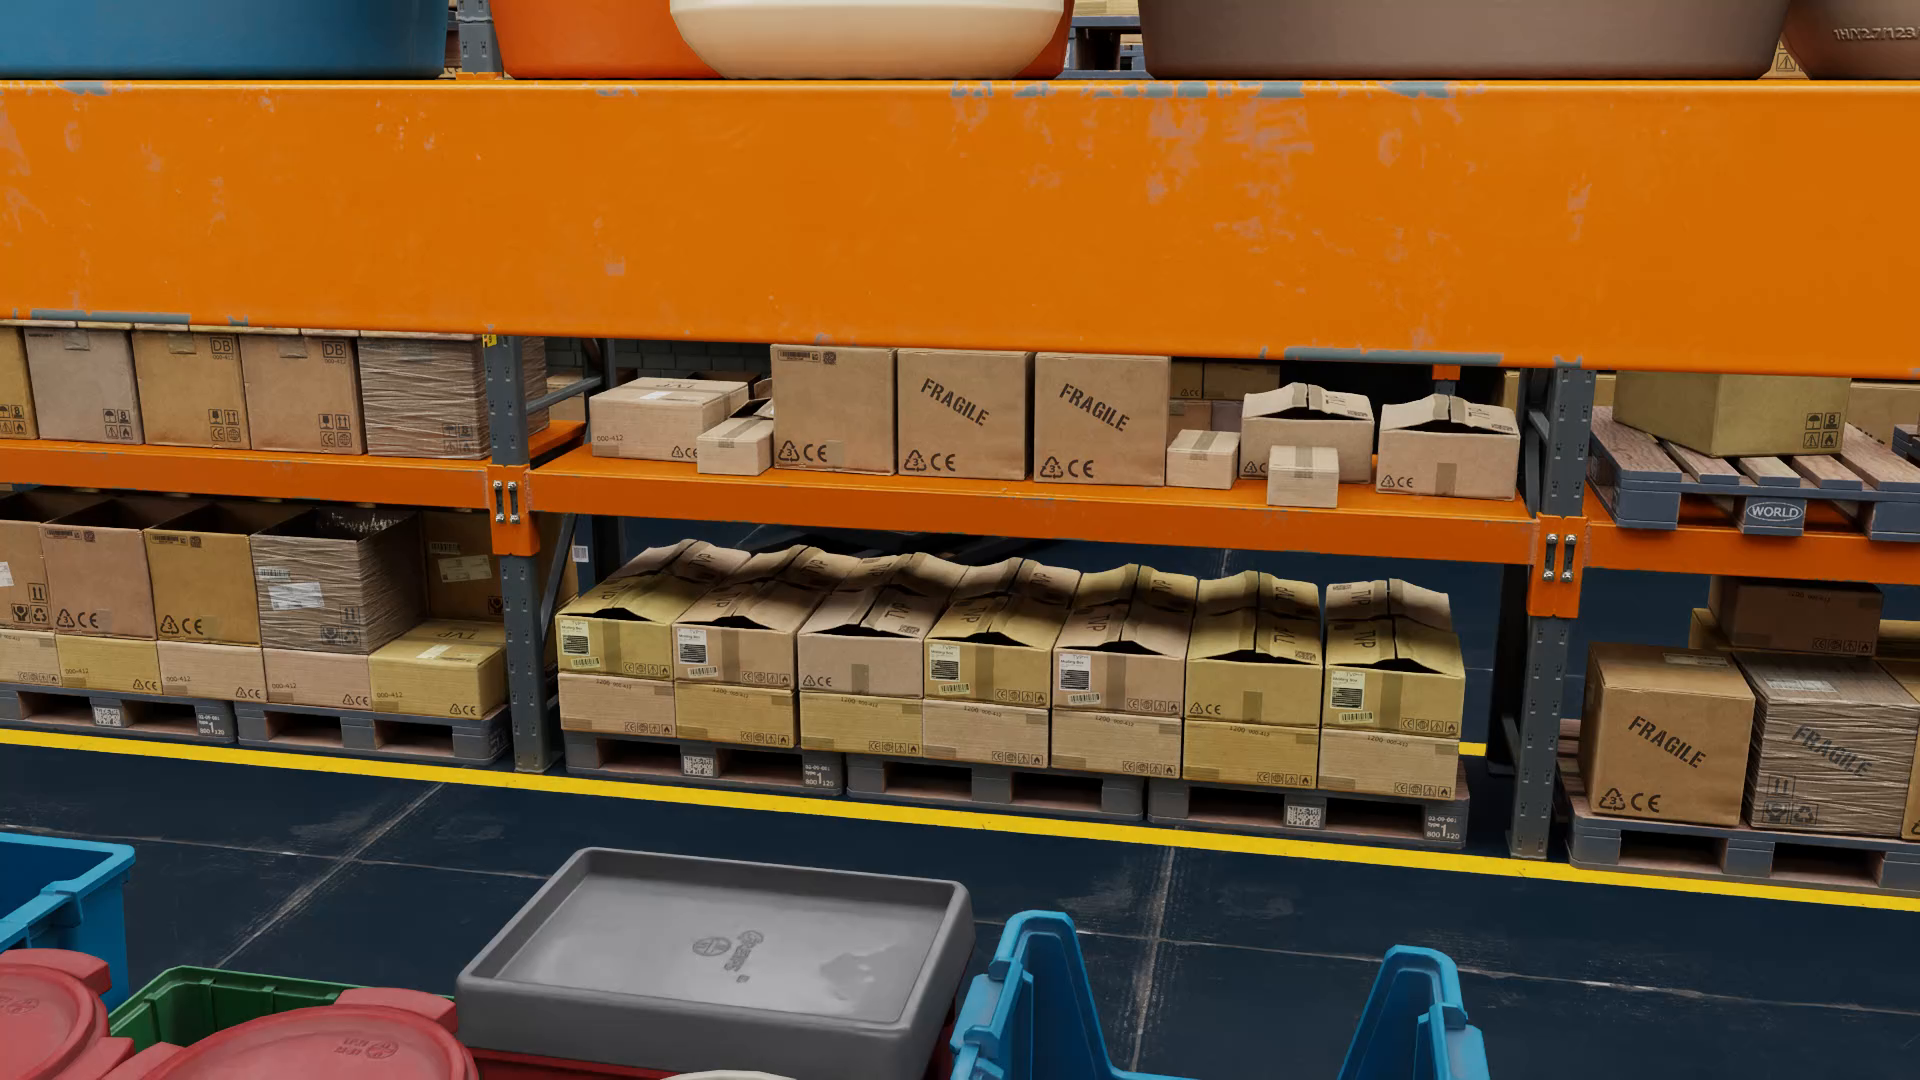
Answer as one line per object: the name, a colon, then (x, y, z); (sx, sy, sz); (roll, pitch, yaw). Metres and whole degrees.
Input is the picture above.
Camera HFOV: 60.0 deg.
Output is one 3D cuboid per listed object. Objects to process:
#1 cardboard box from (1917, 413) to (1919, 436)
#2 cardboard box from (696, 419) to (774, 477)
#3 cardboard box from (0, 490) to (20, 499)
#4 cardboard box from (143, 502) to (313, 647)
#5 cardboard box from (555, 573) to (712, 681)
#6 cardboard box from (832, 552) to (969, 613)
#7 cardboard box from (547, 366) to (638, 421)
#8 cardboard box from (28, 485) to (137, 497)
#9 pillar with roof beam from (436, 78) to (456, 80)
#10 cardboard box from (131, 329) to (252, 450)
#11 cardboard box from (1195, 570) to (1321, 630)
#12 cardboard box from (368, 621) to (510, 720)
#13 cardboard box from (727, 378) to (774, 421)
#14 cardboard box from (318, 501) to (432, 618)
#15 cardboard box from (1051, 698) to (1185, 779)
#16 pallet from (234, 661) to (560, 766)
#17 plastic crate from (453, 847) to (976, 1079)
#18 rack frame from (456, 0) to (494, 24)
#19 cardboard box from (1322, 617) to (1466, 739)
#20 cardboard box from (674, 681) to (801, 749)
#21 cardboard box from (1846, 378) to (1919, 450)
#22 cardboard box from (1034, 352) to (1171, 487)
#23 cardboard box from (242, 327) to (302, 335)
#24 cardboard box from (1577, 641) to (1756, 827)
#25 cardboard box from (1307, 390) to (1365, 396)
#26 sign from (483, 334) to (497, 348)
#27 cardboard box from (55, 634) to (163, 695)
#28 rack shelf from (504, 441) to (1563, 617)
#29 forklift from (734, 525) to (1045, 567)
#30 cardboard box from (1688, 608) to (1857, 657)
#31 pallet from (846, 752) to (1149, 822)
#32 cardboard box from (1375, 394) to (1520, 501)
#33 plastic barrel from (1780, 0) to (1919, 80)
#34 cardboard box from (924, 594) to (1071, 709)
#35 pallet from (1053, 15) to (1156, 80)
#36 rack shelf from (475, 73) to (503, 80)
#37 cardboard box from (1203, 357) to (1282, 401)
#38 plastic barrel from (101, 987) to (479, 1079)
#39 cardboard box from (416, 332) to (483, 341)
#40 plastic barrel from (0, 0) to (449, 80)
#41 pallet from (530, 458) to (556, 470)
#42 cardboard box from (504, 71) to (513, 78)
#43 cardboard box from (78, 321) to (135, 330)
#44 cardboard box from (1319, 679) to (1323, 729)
cardboard box: (3.713, -0.532, 5.818); (0.500, 0.500, 0.700); (6, 17, 22)
cardboard box: (-0.877, -0.375, 6.697); (0.250, 0.149, 0.380); (3, 16, 11)
cardboard box: (-4.653, 0.065, 7.598); (0.500, 0.500, 0.500); (3, 16, 11)
cardboard box: (-3.181, 0.142, 7.319); (0.500, 0.500, 0.500); (3, 16, 11)
cardboard box: (-1.349, 0.343, 6.948); (0.500, 0.311, 0.500); (3, 16, 11)
cardboard box: (-0.251, 0.256, 7.263); (0.500, 0.311, 0.500); (3, 16, 11)
cardboard box: (-2.713, -0.970, 12.233); (0.500, 0.500, 0.700); (2, 16, 8)
cardboard box: (-4.057, -0.048, 8.005); (0.500, 0.500, 0.500); (3, 16, 11)
pillar with roof beam: (-4.640, -4.059, 8.289); (0.400, 9.000, 9.100); (3, 16, 11)
cardboard box: (-3.150, -0.721, 7.287); (0.500, 0.500, 0.700); (3, 16, 12)
cardboard box: (1.244, 0.338, 6.965); (0.500, 0.311, 0.500); (3, 16, 10)
cardboard box: (-2.202, 0.559, 7.220); (0.500, 0.250, 0.500); (3, 16, 11)
cardboard box: (-0.806, -0.533, 7.049); (0.258, 0.266, 0.396); (3, 16, 10)
cardboard box: (-2.588, 0.034, 7.710); (0.500, 0.500, 0.500); (3, 16, 11)
cardboard box: (0.653, 0.721, 6.635); (0.500, 0.250, 0.500); (3, 16, 12)
pallet: (-2.475, 0.694, 7.591); (1.213, 0.211, 1.003); (3, 16, 11)
plastic crate: (-0.298, 0.715, 2.172); (0.583, 0.464, 0.402); (3, 16, 11)
rack frame: (-1.704, -3.488, 6.225); (0.127, 3.000, 1.000); (3, 16, 11)
cardboard box: (1.653, 0.505, 6.362); (0.500, 0.311, 0.500); (4, 16, 13)
cardboard box: (-0.858, 0.640, 6.926); (0.500, 0.250, 0.500); (4, 16, 12)
cardboard box: (5.584, -0.680, 10.570); (0.750, 0.750, 0.750); (4, 16, 13)
cardboard box: (0.568, -0.517, 6.552); (0.500, 0.500, 0.500); (2, 16, 8)
cardboard box: (-2.770, -0.956, 6.923); (0.250, 0.149, 0.380); (3, 16, 11)
cardboard box: (2.604, 0.708, 6.176); (0.500, 0.500, 0.500); (4, 16, 13)
cardboard box: (2.483, -0.712, 11.301); (0.500, 0.500, 0.700); (3, 16, 12)
sign: (-1.814, -0.907, 6.376); (0.005, 0.325, 0.100); (3, 16, 11)
cardboard box: (-3.673, 0.480, 7.503); (0.500, 0.250, 0.500); (3, 16, 11)
rack shelf: (0.255, -0.143, 6.738); (4.000, 0.370, 1.077); (3, 16, 11)
forklift: (-0.395, -1.283, 9.633); (1.130, 2.935, 3.031); (12, 20, 37)
cardboard box: (3.179, 0.597, 6.575); (0.500, 0.500, 0.500); (4, 16, 13)
pallet: (0.224, 0.841, 7.062); (1.213, 0.211, 1.003); (3, 16, 11)
cardboard box: (1.868, -0.372, 6.381); (0.500, 0.311, 0.500); (4, 16, 15)
plastic barrel: (0.981, -0.684, 1.515); (0.421, 0.512, 0.421); (0, 15, 0)
cardboard box: (0.158, 0.425, 6.654); (0.500, 0.311, 0.500); (4, 16, 13)
pallet: (0.436, -1.810, 6.141); (1.213, 0.211, 1.003); (4, 16, 14)
rack shelf: (0.255, -1.589, 6.338); (4.000, 0.370, 1.077); (3, 16, 11)
cardboard box: (1.937, -1.120, 11.370); (0.500, 0.250, 0.500); (3, 16, 12)
plastic barrel: (-0.658, 0.804, 1.716); (0.433, 0.535, 0.433); (0, 15, 0)
cardboard box: (-2.014, -0.916, 6.776); (0.250, 0.149, 0.380); (3, 16, 11)
plastic barrel: (-0.872, -0.948, 1.738); (0.708, 0.901, 0.600); (3, 16, 11)
pallet: (-2.585, -0.639, 12.405); (1.213, 0.211, 1.003); (3, 16, 11)
cardboard box: (-2.805, -3.438, 11.441); (0.500, 0.500, 0.500); (4, 16, 15)
cardboard box: (-3.518, -0.997, 7.070); (0.250, 0.149, 0.380); (4, 16, 13)
cardboard box: (1.268, 0.608, 7.043); (0.500, 0.250, 0.500); (3, 16, 10)
